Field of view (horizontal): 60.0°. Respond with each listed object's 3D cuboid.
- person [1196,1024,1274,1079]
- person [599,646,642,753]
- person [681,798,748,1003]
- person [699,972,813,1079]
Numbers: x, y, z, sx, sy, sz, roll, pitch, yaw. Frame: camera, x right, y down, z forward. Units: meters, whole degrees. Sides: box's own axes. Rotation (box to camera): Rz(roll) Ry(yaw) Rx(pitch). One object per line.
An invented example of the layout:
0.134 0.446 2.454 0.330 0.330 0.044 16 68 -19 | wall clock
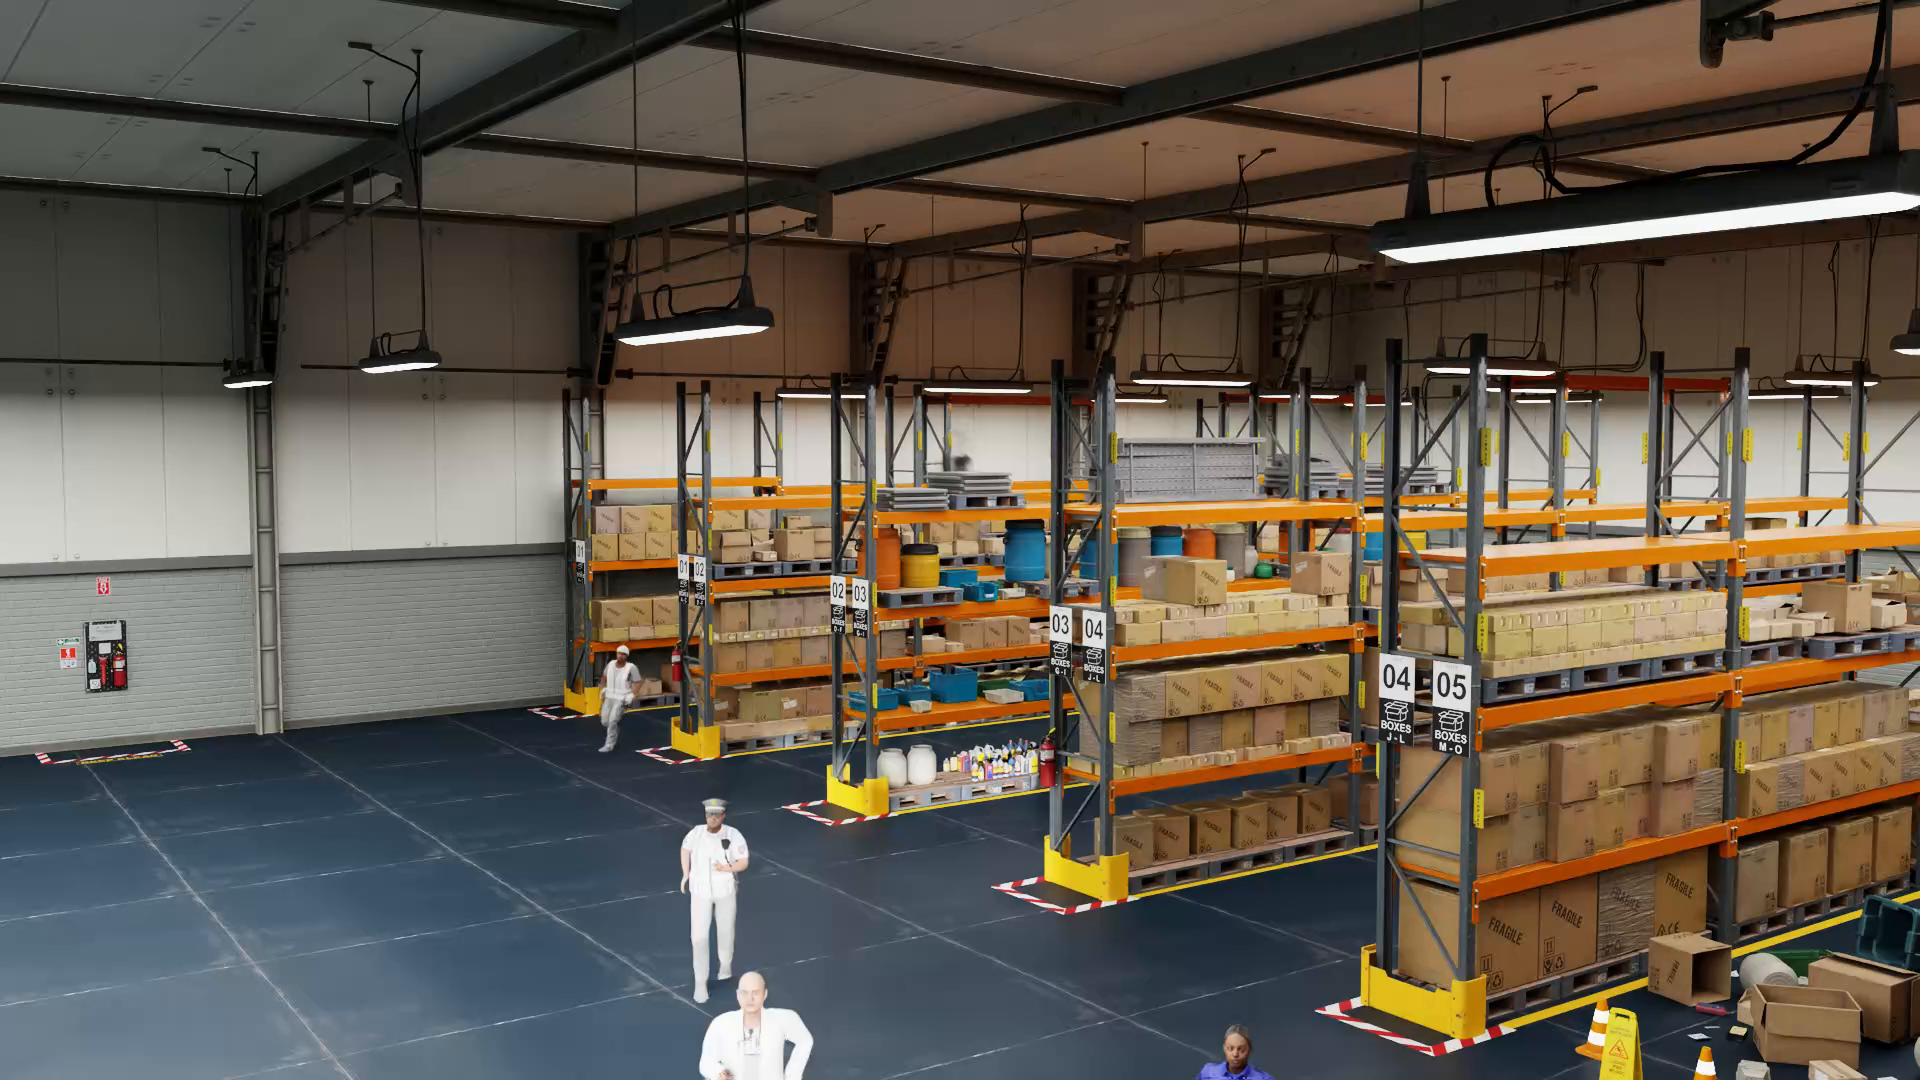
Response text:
1.619 3.692 9.845 0.554 1.631 0.938 1 4 13 | person
-5.513 2.565 27.027 0.736 1.727 0.649 1 4 14 | person
-2.276 3.294 15.396 0.633 1.849 0.782 0 4 -5 | person
-1.289 3.618 10.402 0.688 1.814 0.755 0 4 1 | person
